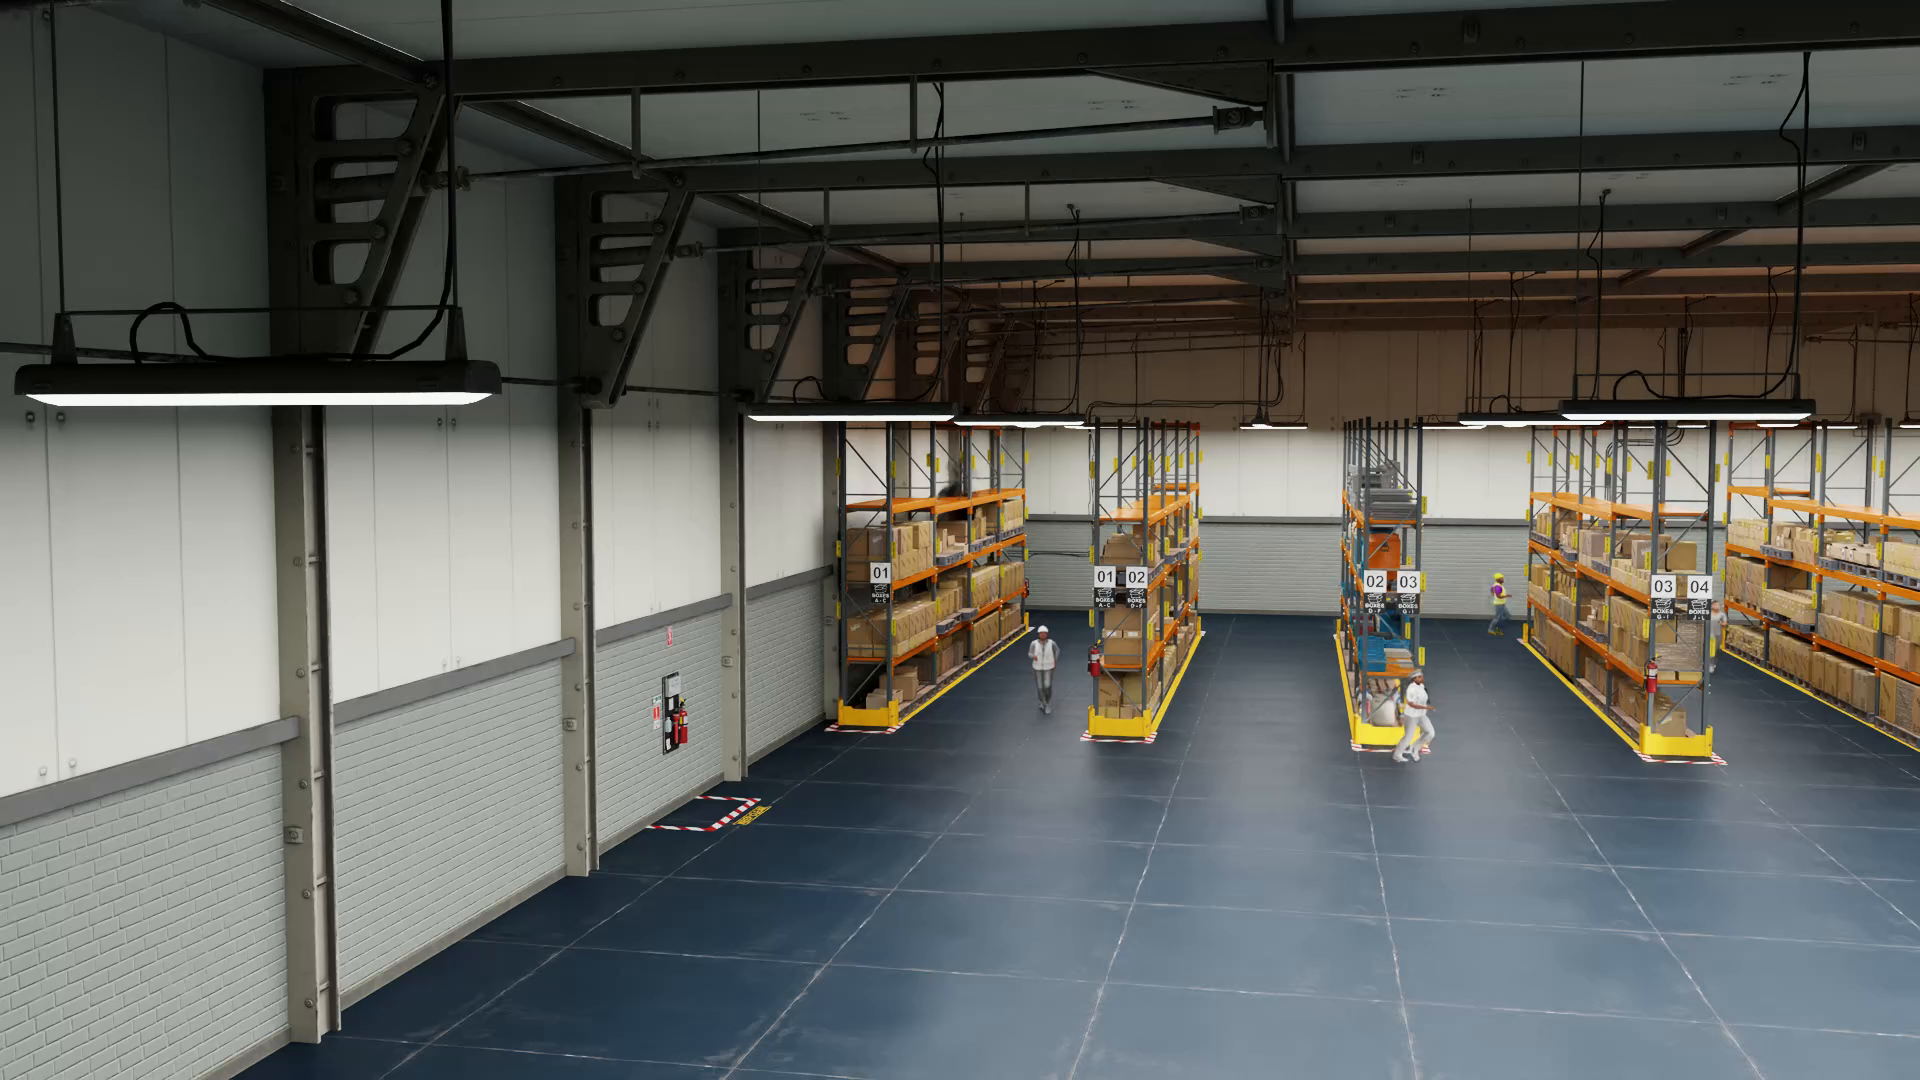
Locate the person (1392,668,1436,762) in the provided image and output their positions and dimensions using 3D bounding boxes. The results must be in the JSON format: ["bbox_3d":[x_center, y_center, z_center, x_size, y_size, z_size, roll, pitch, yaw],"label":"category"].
[{"bbox_3d":[7.875,3.017,28.642,0.593,1.653,0.804,-3,5,-38],"label":"person"}]

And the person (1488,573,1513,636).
[{"bbox_3d":[15.174,1.825,46.652,0.668,1.790,0.676,2,4,24],"label":"person"}]

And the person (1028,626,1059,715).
[{"bbox_3d":[1.693,2.644,33.915,0.604,1.810,0.803,1,4,11],"label":"person"}]

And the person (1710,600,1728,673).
[{"bbox_3d":[18.078,2.301,39.852,0.532,1.725,0.753,1,4,8],"label":"person"}]
